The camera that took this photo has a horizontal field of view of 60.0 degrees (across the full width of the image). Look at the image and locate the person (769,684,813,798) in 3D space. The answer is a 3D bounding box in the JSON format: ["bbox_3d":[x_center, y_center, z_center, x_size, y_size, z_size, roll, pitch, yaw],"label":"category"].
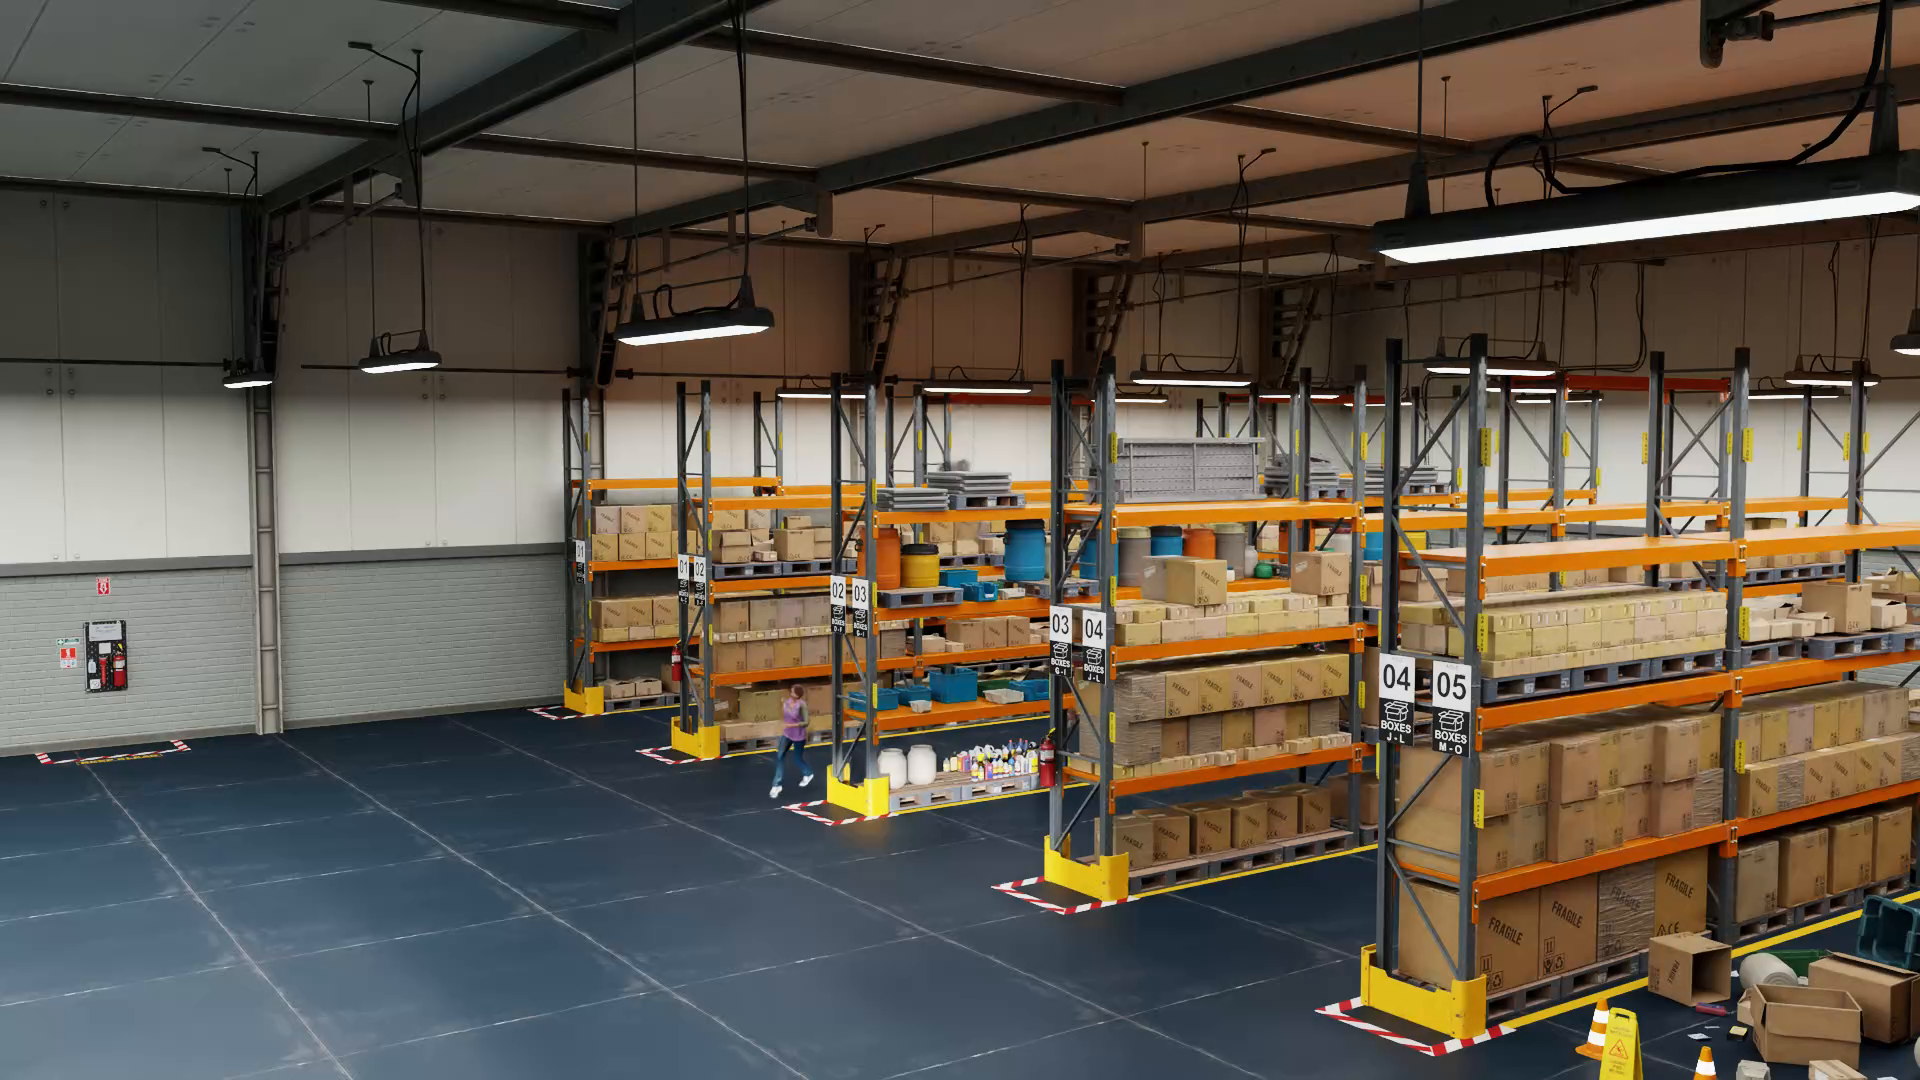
[{"bbox_3d":[-2.335,2.843,23.801,0.551,1.610,0.846,3,4,34],"label":"person"}]

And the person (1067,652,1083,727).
[{"bbox_3d":[1.999,2.285,27.877,0.799,1.650,0.579,-4,5,-44],"label":"person"}]
